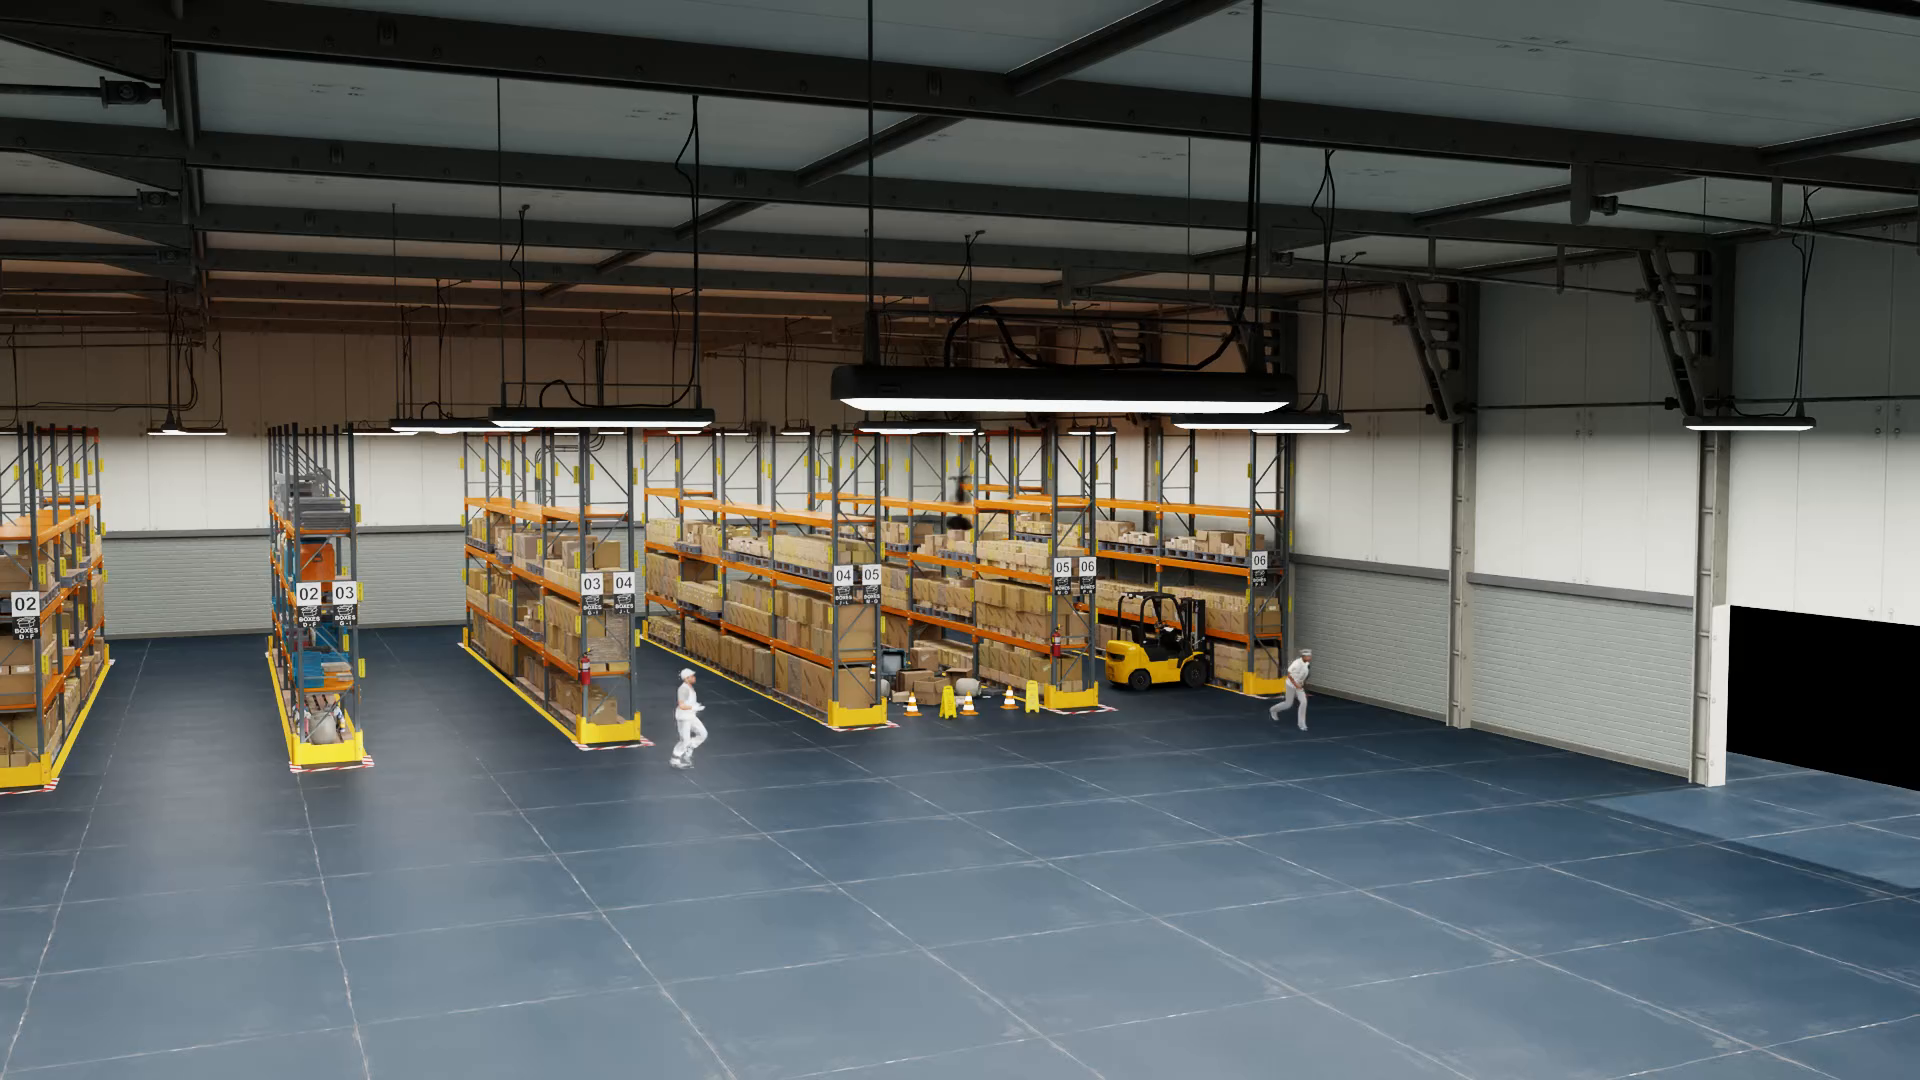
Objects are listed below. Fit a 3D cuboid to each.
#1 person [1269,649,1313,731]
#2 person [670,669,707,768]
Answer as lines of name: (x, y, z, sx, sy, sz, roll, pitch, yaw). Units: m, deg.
person: (6.568, 2.933, 32.971, 0.961, 1.629, 0.599, 3, 5, 43)
person: (-4.698, 3.078, 28.691, 0.679, 1.734, 0.650, 1, 4, 10)
